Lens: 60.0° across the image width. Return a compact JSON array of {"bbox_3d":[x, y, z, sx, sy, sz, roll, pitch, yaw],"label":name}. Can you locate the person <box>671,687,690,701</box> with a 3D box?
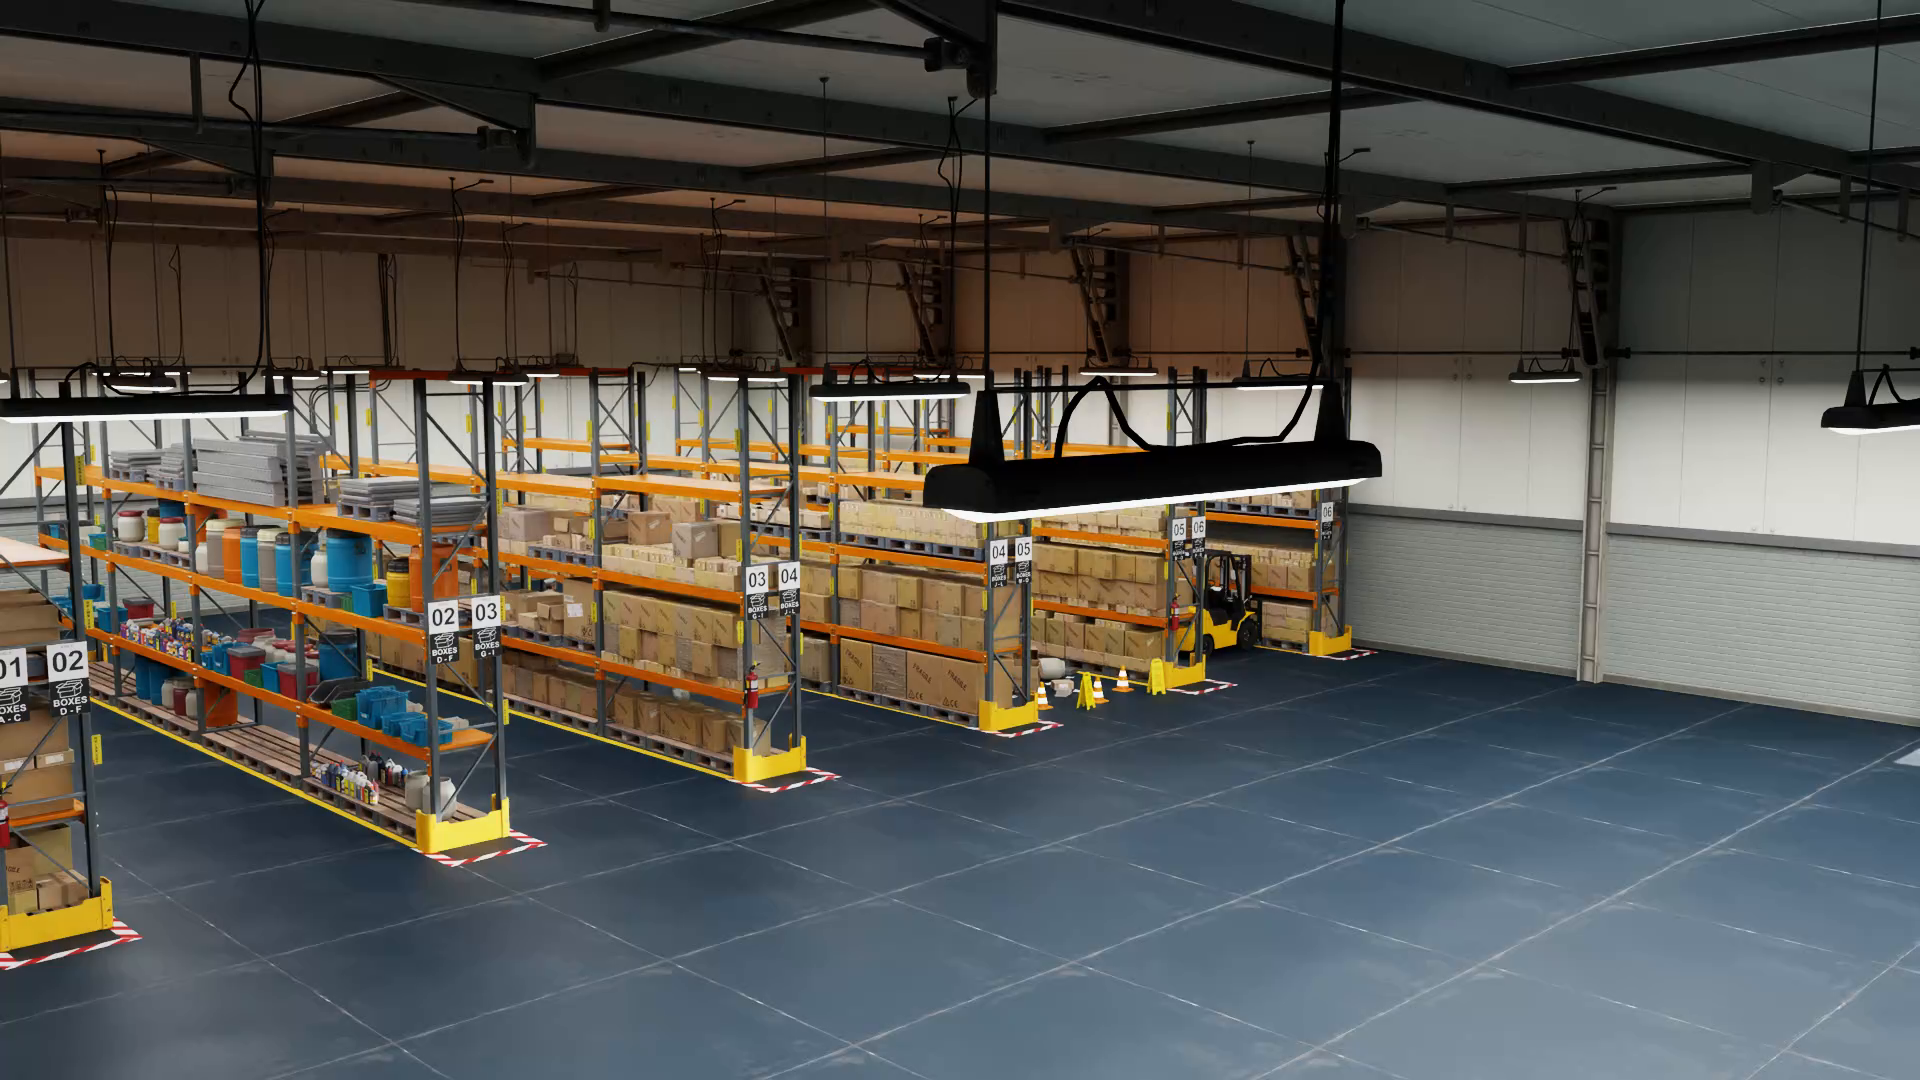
[{"bbox_3d":[-4.929,2.131,29.321,0.521,1.776,0.669,-2,7,-13],"label":"person"}]

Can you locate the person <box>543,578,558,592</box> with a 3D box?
[{"bbox_3d":[-8.448,1.616,34.300,0.459,1.676,0.483,-1,6,-5],"label":"person"}]
